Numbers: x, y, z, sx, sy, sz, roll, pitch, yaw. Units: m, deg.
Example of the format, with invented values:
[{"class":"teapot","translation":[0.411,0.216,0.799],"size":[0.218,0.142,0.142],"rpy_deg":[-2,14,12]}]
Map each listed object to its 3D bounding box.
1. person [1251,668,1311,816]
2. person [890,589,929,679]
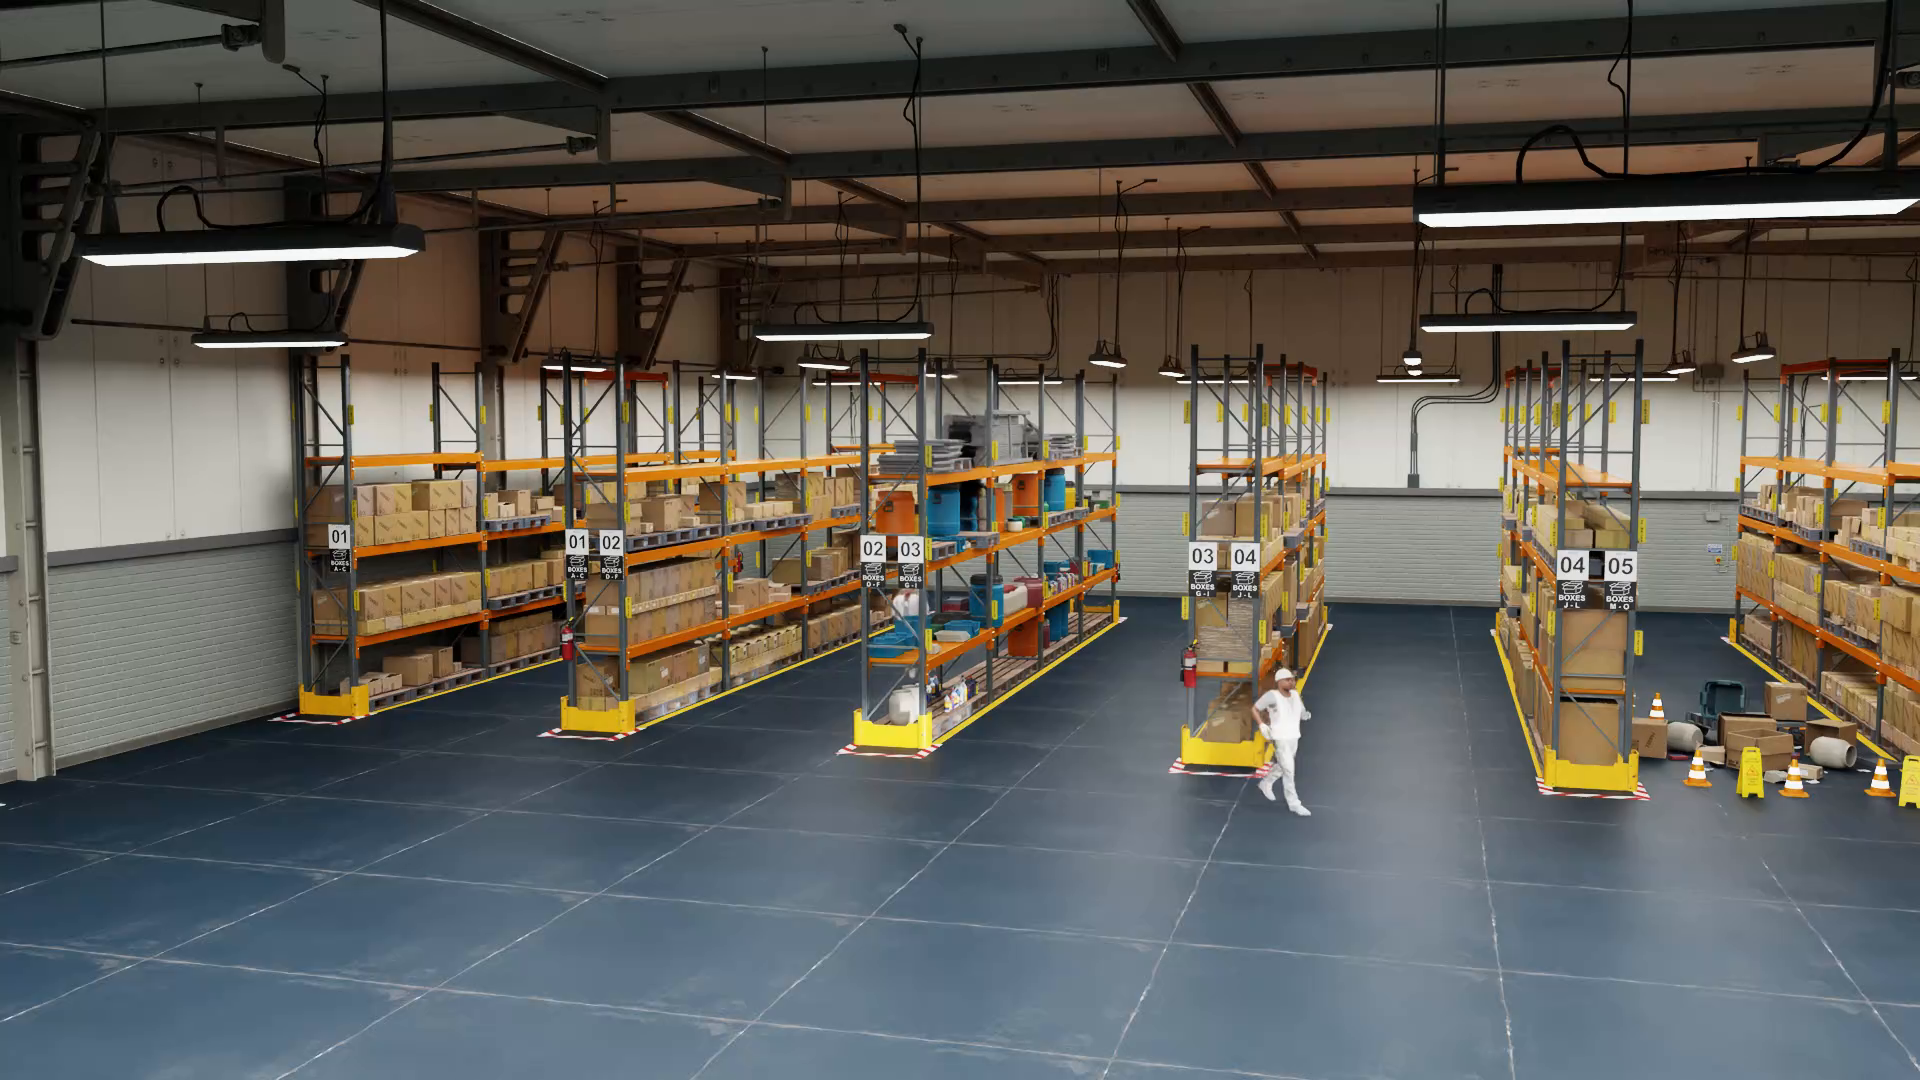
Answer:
[{"class":"person","translation":[4.096,2.507,20.997],"size":[0.683,1.775,0.992],"rpy_deg":[-3,5,-36]},{"class":"person","translation":[-0.977,1.676,30.959],"size":[0.687,1.805,0.732],"rpy_deg":[1,4,14]}]
